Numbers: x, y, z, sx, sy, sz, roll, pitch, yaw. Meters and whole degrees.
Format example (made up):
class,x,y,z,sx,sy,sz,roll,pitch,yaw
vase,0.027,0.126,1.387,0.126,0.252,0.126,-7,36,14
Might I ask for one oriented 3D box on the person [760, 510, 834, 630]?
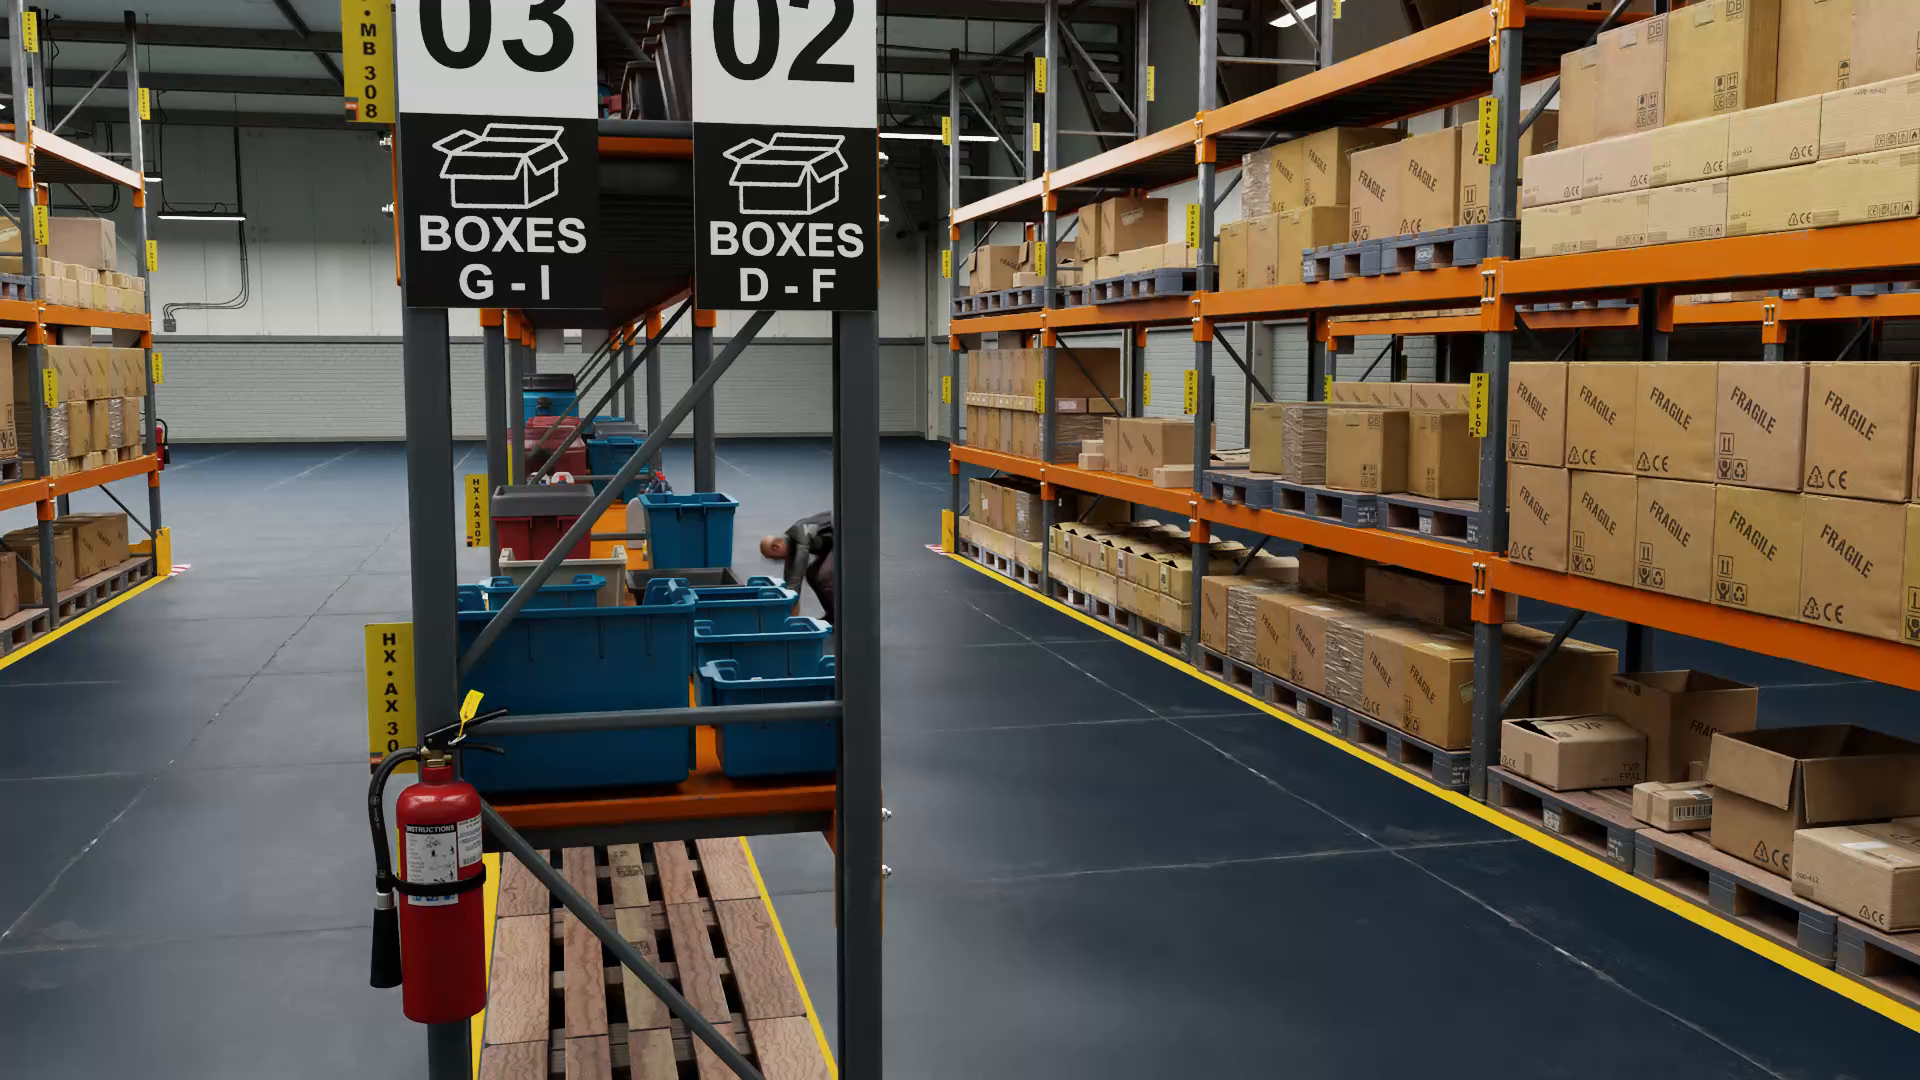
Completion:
class,x,y,z,sx,sy,sz,roll,pitch,yaw
person,-1.255,0.264,14.407,0.950,1.015,0.493,-2,6,-16
